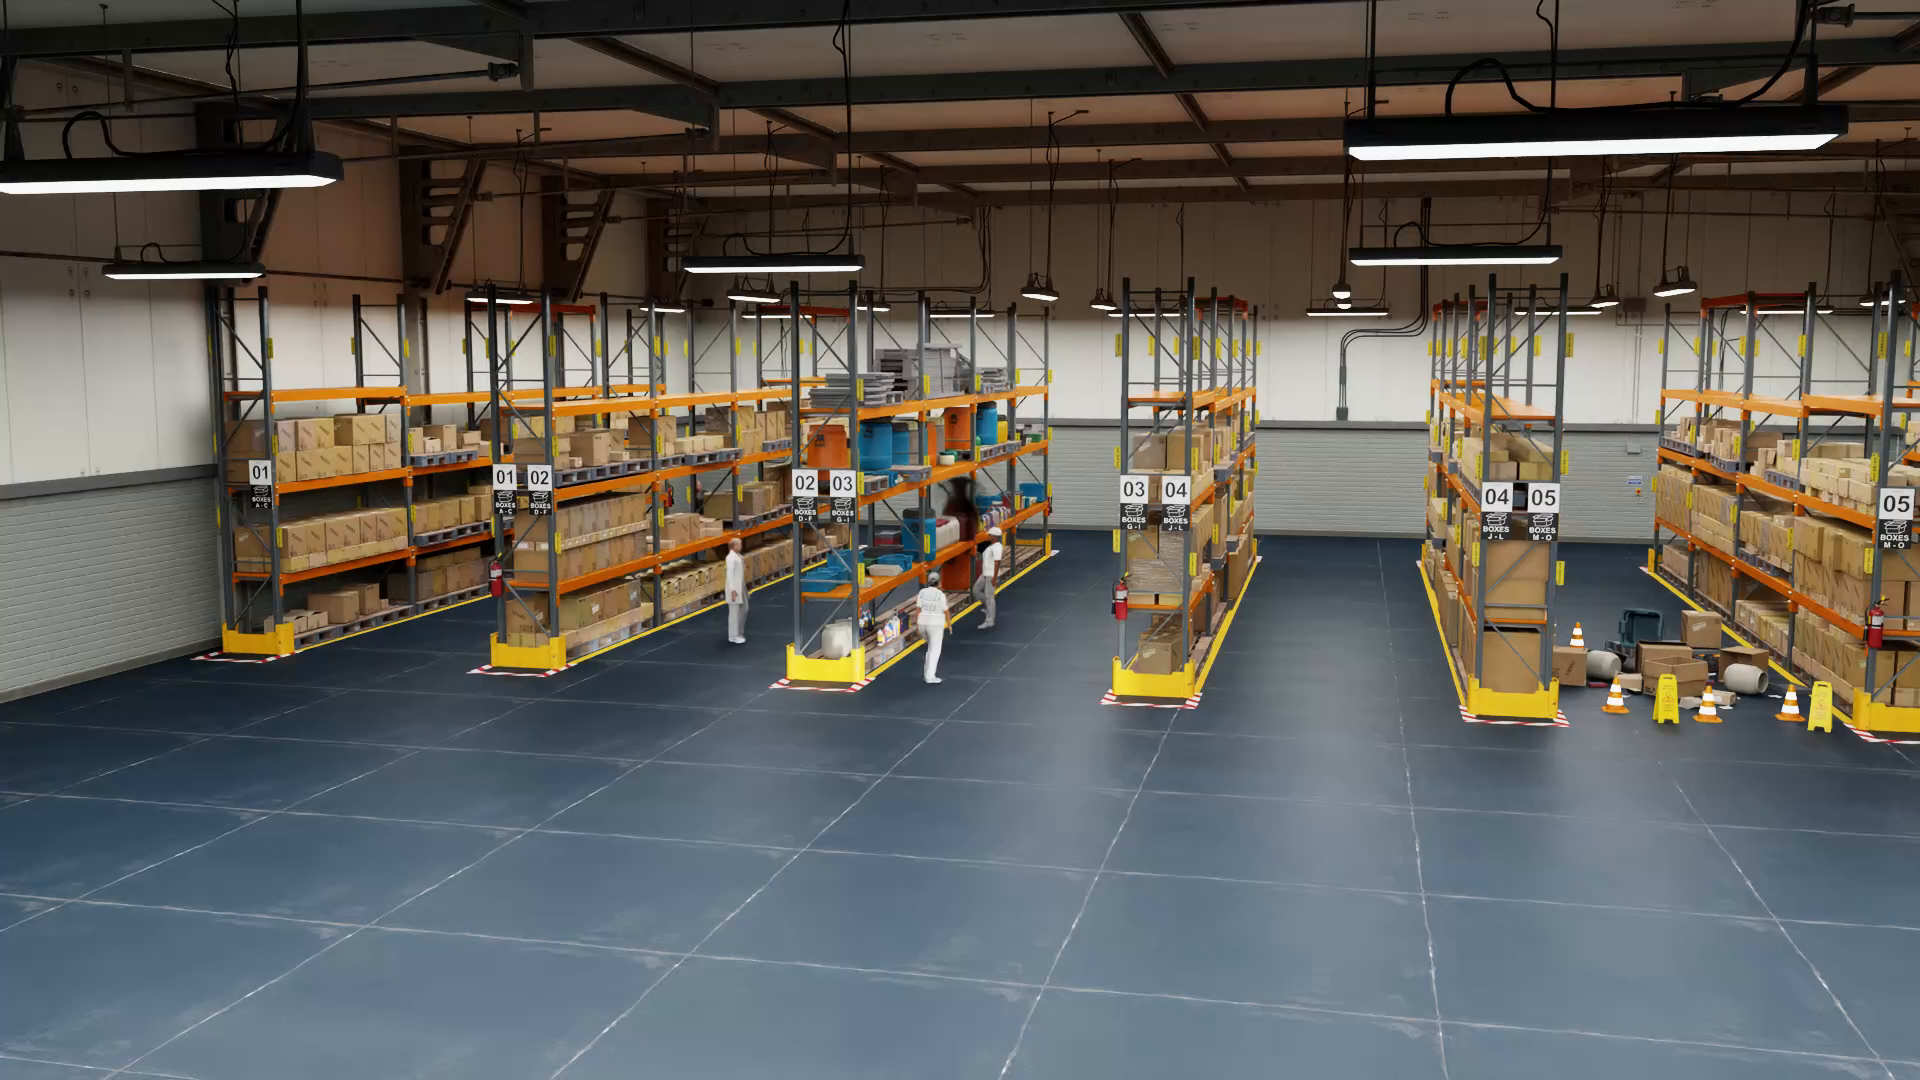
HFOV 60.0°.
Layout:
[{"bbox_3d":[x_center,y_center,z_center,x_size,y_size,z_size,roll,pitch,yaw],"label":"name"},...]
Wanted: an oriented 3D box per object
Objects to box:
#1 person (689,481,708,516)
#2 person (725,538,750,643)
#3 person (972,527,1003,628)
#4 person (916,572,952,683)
[{"bbox_3d":[-6.509,-0.631,41.743,0.567,1.698,0.837,1,7,12],"label":"person"},{"bbox_3d":[-3.818,0.889,28.512,0.407,1.864,0.686,2,7,14],"label":"person"},{"bbox_3d":[0.491,0.660,29.779,0.546,1.771,0.678,-1,7,-7],"label":"person"},{"bbox_3d":[-0.379,1.331,24.949,0.475,1.714,0.490,-6,9,-44],"label":"person"}]
